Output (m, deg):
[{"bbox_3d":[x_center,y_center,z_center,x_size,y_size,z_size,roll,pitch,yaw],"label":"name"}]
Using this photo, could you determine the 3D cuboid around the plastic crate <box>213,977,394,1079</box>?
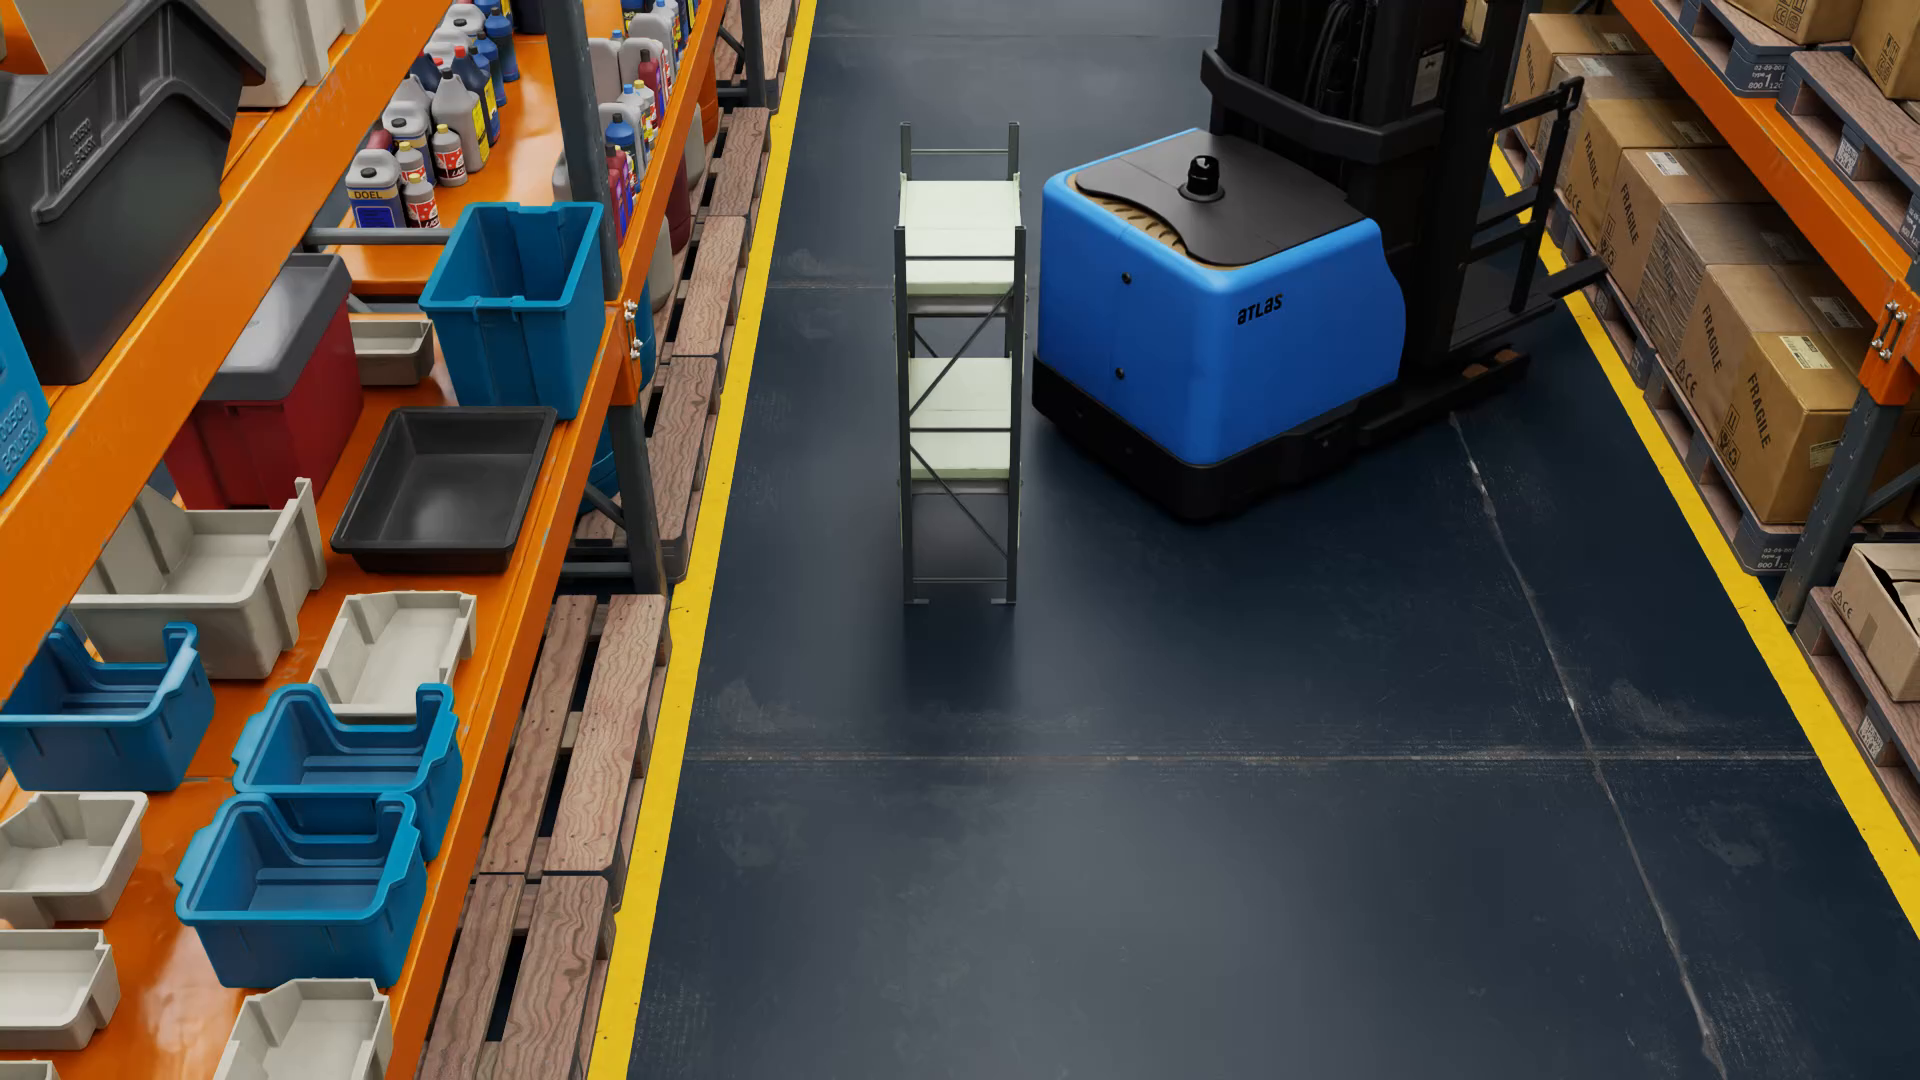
[{"bbox_3d":[-1.125,0.900,2.892,0.250,0.136,0.298,0,39,0],"label":"plastic crate"}]

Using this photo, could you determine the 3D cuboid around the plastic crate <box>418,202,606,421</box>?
[{"bbox_3d":[-1.198,-0.627,4.599,0.392,0.384,0.575,0,39,0],"label":"plastic crate"}]

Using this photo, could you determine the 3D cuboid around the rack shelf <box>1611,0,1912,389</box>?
[{"bbox_3d":[3.411,-1.873,6.764,1.077,0.370,4.000,0,39,0],"label":"rack shelf"}]

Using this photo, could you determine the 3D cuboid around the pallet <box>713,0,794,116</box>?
[{"bbox_3d":[-1.506,-2.799,9.575,1.003,0.211,1.213,0,39,0],"label":"pallet"}]

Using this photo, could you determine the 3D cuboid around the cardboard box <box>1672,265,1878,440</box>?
[{"bbox_3d":[3.134,-0.717,6.393,0.500,0.500,0.500,0,39,0],"label":"cardboard box"}]

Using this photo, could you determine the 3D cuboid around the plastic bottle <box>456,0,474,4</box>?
[{"bbox_3d":[-1.911,-2.020,6.465,0.061,0.283,0.133,0,39,0],"label":"plastic bottle"}]

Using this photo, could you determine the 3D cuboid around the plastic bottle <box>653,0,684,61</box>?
[{"bbox_3d":[-1.133,-1.999,6.448,0.097,0.271,0.097,0,39,0],"label":"plastic bottle"}]

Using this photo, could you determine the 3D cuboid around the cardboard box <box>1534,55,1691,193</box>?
[{"bbox_3d":[3.130,-1.988,7.980,0.500,0.500,0.500,-1,39,-2],"label":"cardboard box"}]

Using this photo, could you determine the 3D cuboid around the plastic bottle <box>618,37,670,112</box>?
[{"bbox_3d":[-1.160,-1.722,6.099,0.152,0.276,0.135,0,39,0],"label":"plastic bottle"}]

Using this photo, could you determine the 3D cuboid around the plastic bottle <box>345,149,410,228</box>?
[{"bbox_3d":[-1.863,-1.100,5.323,0.152,0.276,0.135,0,39,0],"label":"plastic bottle"}]

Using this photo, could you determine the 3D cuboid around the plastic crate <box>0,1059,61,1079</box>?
[{"bbox_3d":[-1.703,0.988,2.781,0.396,0.136,0.243,0,39,0],"label":"plastic crate"}]

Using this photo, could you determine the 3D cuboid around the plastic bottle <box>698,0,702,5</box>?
[{"bbox_3d":[-1.116,-2.390,6.927,0.061,0.283,0.133,0,39,0],"label":"plastic bottle"}]

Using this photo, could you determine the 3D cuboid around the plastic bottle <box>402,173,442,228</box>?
[{"bbox_3d":[-1.739,-1.082,5.361,0.097,0.201,0.097,0,39,0],"label":"plastic bottle"}]

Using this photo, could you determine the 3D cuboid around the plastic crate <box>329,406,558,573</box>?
[{"bbox_3d":[-1.270,-0.118,4.171,0.437,0.125,0.590,0,39,0],"label":"plastic crate"}]

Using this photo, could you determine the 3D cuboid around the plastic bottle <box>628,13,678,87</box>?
[{"bbox_3d":[-1.161,-1.867,6.280,0.152,0.276,0.135,0,39,0],"label":"plastic bottle"}]

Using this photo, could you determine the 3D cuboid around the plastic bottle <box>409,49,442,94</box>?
[{"bbox_3d":[-1.868,-1.573,5.853,0.144,0.351,0.185,0,39,0],"label":"plastic bottle"}]

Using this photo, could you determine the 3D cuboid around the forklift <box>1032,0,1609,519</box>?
[{"bbox_3d":[1.789,-1.958,6.350,3.031,2.935,1.130,-24,45,-27],"label":"forklift"}]

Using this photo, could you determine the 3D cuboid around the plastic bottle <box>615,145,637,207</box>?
[{"bbox_3d":[-1.132,-1.209,5.519,0.097,0.201,0.097,0,39,0],"label":"plastic bottle"}]

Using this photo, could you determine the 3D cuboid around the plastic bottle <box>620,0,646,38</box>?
[{"bbox_3d":[-1.278,-2.060,6.524,0.097,0.271,0.097,0,39,0],"label":"plastic bottle"}]

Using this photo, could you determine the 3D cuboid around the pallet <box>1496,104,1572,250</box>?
[{"bbox_3d":[3.372,-1.849,8.389,1.003,0.211,1.213,0,39,0],"label":"pallet"}]

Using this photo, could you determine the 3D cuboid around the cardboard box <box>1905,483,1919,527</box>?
[{"bbox_3d":[3.657,-0.402,6.000,0.500,0.500,0.500,-2,39,-2],"label":"cardboard box"}]

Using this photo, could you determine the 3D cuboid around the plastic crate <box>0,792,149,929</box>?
[{"bbox_3d":[-1.747,0.629,3.230,0.298,0.136,0.250,0,39,0],"label":"plastic crate"}]

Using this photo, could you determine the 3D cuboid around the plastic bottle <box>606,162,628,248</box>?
[{"bbox_3d":[-1.114,-1.086,5.300,0.061,0.283,0.133,0,39,0],"label":"plastic bottle"}]

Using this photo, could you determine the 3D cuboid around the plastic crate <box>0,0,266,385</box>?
[{"bbox_3d":[-1.262,-0.502,2.129,0.504,0.338,0.767,0,39,0],"label":"plastic crate"}]

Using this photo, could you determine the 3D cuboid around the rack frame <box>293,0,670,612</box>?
[{"bbox_3d":[-1.540,-0.902,4.977,1.000,3.000,0.127,0,39,0],"label":"rack frame"}]

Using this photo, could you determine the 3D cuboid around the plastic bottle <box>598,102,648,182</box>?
[{"bbox_3d":[-1.160,-1.372,5.662,0.152,0.276,0.135,0,39,0],"label":"plastic bottle"}]

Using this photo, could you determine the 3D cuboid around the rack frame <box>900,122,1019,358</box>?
[{"bbox_3d":[0.000,-0.818,6.072,0.400,1.500,0.023,0,39,0],"label":"rack frame"}]

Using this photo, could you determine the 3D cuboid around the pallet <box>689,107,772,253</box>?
[{"bbox_3d":[-1.502,-1.822,8.355,1.003,0.211,1.213,0,39,0],"label":"pallet"}]

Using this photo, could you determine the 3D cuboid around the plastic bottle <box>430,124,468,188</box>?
[{"bbox_3d":[-1.739,-1.311,5.646,0.097,0.201,0.097,0,39,0],"label":"plastic bottle"}]

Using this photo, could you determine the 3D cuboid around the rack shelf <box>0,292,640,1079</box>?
[{"bbox_3d":[-1.537,0.630,3.641,1.077,0.370,4.000,0,39,0],"label":"rack shelf"}]

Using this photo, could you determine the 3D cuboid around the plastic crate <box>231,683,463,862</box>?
[{"bbox_3d":[-1.208,0.476,3.343,0.416,0.233,0.300,0,39,0],"label":"plastic crate"}]

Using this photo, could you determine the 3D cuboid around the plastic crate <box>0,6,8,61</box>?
[{"bbox_3d":[-1.786,-0.760,2.612,0.437,0.136,0.530,0,39,0],"label":"plastic crate"}]

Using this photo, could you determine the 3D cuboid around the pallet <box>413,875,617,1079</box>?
[{"bbox_3d":[-1.496,1.411,4.320,1.003,0.211,1.213,0,39,0],"label":"pallet"}]

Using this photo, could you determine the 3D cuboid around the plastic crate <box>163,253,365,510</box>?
[{"bbox_3d":[-1.790,-0.392,4.241,0.402,0.464,0.583,0,39,0],"label":"plastic crate"}]

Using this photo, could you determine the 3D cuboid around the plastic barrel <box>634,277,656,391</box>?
[{"bbox_3d":[-1.524,-1.030,6.479,0.600,0.901,0.708,0,39,0],"label":"plastic barrel"}]

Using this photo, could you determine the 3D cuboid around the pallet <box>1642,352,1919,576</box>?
[{"bbox_3d":[3.375,-0.323,6.485,1.003,0.211,1.213,0,39,0],"label":"pallet"}]

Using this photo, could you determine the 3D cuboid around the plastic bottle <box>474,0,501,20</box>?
[{"bbox_3d":[-1.832,-2.027,6.483,0.097,0.271,0.097,0,39,0],"label":"plastic bottle"}]

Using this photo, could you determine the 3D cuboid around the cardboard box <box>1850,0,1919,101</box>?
[{"bbox_3d":[3.573,-1.832,5.722,0.700,0.500,0.500,6,39,7],"label":"cardboard box"}]

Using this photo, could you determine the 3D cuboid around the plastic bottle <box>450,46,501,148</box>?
[{"bbox_3d":[-1.724,-1.573,5.853,0.144,0.351,0.185,0,39,0],"label":"plastic bottle"}]

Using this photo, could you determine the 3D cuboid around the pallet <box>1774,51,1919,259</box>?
[{"bbox_3d":[3.522,-1.328,5.662,1.003,0.211,1.213,0,39,0],"label":"pallet"}]

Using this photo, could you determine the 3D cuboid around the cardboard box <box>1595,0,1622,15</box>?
[{"bbox_3d":[3.702,-3.042,9.062,0.500,0.311,0.500,1,39,1],"label":"cardboard box"}]

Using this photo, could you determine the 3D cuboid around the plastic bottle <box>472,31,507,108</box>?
[{"bbox_3d":[-1.740,-1.737,6.122,0.097,0.271,0.097,0,39,0],"label":"plastic bottle"}]

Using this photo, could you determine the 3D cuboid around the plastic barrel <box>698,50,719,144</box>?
[{"bbox_3d":[-1.527,-2.414,8.264,0.600,0.830,0.708,0,39,0],"label":"plastic barrel"}]

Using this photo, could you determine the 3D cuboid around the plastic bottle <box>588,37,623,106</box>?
[{"bbox_3d":[-1.312,-1.722,6.099,0.152,0.276,0.135,0,39,0],"label":"plastic bottle"}]

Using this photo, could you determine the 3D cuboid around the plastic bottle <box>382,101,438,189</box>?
[{"bbox_3d":[-1.864,-1.328,5.608,0.152,0.276,0.135,0,39,0],"label":"plastic bottle"}]

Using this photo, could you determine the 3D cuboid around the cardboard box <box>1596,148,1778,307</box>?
[{"bbox_3d":[3.131,-1.348,7.181,0.500,0.500,0.500,-1,39,-2],"label":"cardboard box"}]

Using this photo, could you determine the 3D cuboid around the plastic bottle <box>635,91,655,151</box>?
[{"bbox_3d":[-1.133,-1.476,5.852,0.097,0.201,0.097,0,39,0],"label":"plastic bottle"}]

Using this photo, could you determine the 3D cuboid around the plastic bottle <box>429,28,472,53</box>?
[{"bbox_3d":[-1.865,-1.728,6.106,0.152,0.276,0.135,0,39,0],"label":"plastic bottle"}]

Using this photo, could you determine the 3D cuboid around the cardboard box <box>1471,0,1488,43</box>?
[{"bbox_3d":[3.164,-2.824,9.238,0.500,0.250,0.500,1,39,1],"label":"cardboard box"}]

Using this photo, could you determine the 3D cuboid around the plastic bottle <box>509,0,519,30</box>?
[{"bbox_3d":[-1.866,-2.217,6.717,0.152,0.276,0.135,0,39,0],"label":"plastic bottle"}]

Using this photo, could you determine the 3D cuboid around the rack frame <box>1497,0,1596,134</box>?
[{"bbox_3d":[3.409,-3.404,8.100,1.000,3.000,0.127,0,39,0],"label":"rack frame"}]

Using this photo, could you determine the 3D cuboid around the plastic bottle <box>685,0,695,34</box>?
[{"bbox_3d":[-1.116,-2.191,6.679,0.061,0.283,0.133,0,39,0],"label":"plastic bottle"}]

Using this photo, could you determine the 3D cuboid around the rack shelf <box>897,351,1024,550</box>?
[{"bbox_3d":[0.000,-0.335,5.990,0.431,0.370,0.720,0,39,0],"label":"rack shelf"}]

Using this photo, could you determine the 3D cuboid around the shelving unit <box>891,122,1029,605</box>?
[{"bbox_3d":[0.000,-0.589,5.786,0.431,1.500,0.755,0,39,0],"label":"shelving unit"}]

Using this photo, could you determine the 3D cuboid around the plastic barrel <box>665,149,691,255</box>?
[{"bbox_3d":[-1.525,-1.614,7.458,0.600,0.588,0.708,0,39,0],"label":"plastic barrel"}]

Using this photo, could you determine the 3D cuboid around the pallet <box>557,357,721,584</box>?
[{"bbox_3d":[-1.499,-0.296,6.451,1.003,0.211,1.213,0,39,0],"label":"pallet"}]
